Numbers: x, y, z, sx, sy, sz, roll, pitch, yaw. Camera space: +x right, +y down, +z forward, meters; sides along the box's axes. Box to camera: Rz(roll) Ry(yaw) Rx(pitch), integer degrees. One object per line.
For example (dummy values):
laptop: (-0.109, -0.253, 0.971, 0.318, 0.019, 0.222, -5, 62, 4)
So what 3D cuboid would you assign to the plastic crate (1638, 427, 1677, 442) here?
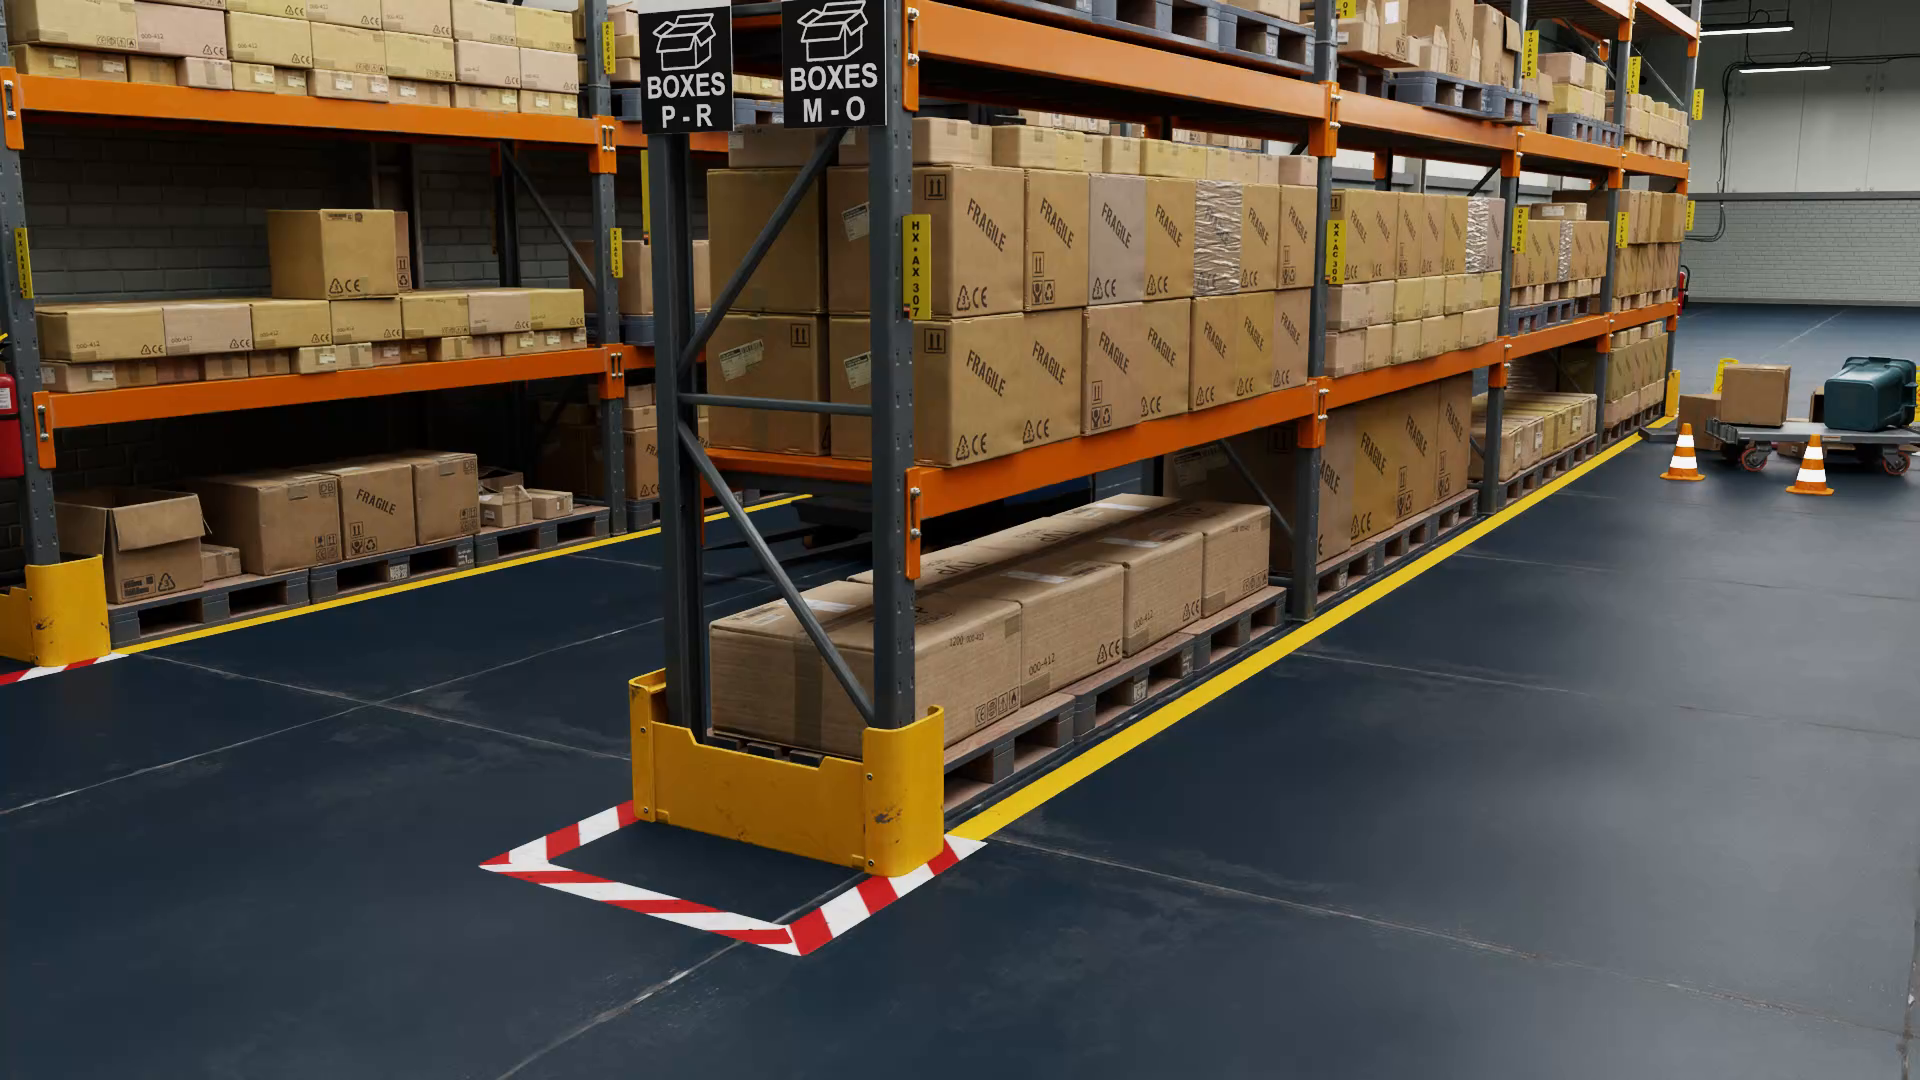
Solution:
plastic crate: (7.139, -1.070, 16.865, 0.402, 0.080, 0.583, 2, 11, 11)

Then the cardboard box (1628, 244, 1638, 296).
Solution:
cardboard box: (6.330, -2.655, 16.320, 0.500, 0.500, 0.500, 6, 12, 30)

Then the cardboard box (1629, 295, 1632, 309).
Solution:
cardboard box: (6.529, -2.401, 16.727, 0.380, 0.149, 0.250, 6, 12, 30)

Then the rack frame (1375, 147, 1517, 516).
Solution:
rack frame: (3.546, -1.707, 12.336, 1.000, 3.000, 0.127, 6, 12, 31)

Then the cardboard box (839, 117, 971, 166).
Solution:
cardboard box: (-0.186, -1.338, 5.611, 0.380, 0.149, 0.250, 7, 13, 32)

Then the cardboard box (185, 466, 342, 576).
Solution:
cardboard box: (-3.976, -0.118, 9.500, 0.700, 0.500, 0.500, 7, 13, 33)

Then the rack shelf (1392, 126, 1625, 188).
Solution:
rack shelf: (4.584, -3.142, 13.806, 1.077, 0.370, 4.000, 6, 12, 31)

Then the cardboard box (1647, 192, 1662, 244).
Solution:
cardboard box: (6.604, -3.226, 16.652, 0.700, 0.500, 0.500, 6, 12, 29)

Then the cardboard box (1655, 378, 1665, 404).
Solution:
cardboard box: (7.497, -1.664, 18.434, 0.500, 0.250, 0.500, 6, 12, 30)

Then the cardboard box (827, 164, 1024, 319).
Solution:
cardboard box: (-0.115, -1.038, 5.772, 0.500, 0.500, 0.500, 6, 12, 29)

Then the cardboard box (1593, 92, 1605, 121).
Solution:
cardboard box: (5.443, -3.838, 14.830, 0.500, 0.250, 0.500, 6, 12, 30)

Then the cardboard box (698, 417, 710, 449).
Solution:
cardboard box: (-2.063, -0.669, 12.440, 0.500, 0.500, 0.500, 6, 12, 30)

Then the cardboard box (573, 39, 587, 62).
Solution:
cardboard box: (-2.719, -3.363, 11.488, 0.380, 0.149, 0.250, 6, 12, 30)

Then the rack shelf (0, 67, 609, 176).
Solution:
rack shelf: (-3.813, -2.358, 9.615, 1.077, 0.370, 4.000, 6, 12, 31)

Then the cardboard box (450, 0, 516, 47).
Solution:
cardboard box: (-3.087, -3.161, 10.192, 0.500, 0.250, 0.500, 6, 12, 30)

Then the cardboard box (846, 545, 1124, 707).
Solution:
cardboard box: (0.118, 0.346, 7.191, 0.875, 0.438, 0.875, 7, 13, 32)

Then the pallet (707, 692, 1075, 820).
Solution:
pallet: (-0.259, 0.789, 6.583, 1.003, 0.211, 1.213, 6, 12, 31)

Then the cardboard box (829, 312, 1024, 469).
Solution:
cardboard box: (-0.113, -0.546, 5.863, 0.500, 0.500, 0.500, 6, 12, 30)

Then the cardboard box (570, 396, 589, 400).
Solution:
cardboard box: (-2.698, -0.976, 12.317, 0.380, 0.149, 0.250, 6, 12, 31)

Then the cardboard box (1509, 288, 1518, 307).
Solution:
cardboard box: (4.049, -1.865, 12.718, 0.380, 0.149, 0.250, 6, 12, 27)

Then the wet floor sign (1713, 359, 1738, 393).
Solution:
wet floor sign: (8.713, -1.736, 18.886, 0.232, 0.644, 0.267, -8, 13, -38)

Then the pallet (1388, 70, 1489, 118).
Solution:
pallet: (2.679, -2.806, 10.568, 1.003, 0.211, 1.213, 7, 13, 33)

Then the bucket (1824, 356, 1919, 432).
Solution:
bucket: (8.006, -1.259, 14.707, 0.620, 0.611, 0.726, -20, 21, -35)

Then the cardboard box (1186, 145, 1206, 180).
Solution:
cardboard box: (0.864, -1.664, 7.352, 0.380, 0.149, 0.250, 6, 12, 29)

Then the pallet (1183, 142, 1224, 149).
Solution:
pallet: (2.434, -4.568, 19.708, 1.003, 0.211, 1.213, 6, 12, 31)

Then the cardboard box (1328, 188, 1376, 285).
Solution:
cardboard box: (1.944, -1.660, 9.097, 0.500, 0.500, 0.500, 7, 12, 31)

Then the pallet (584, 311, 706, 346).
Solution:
pallet: (-2.267, -1.572, 12.138, 1.003, 0.211, 1.213, 6, 12, 31)

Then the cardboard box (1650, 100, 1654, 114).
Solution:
cardboard box: (6.695, -4.307, 16.590, 0.380, 0.149, 0.250, 6, 12, 30)

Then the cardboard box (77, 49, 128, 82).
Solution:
cardboard box: (-4.374, -2.345, 8.275, 0.380, 0.149, 0.250, 7, 12, 32)

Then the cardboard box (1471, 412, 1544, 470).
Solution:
cardboard box: (4.224, -0.827, 13.632, 0.950, 0.372, 0.625, 6, 12, 30)

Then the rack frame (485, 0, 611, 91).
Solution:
rack frame: (-2.775, -4.500, 10.953, 1.000, 3.000, 0.127, 6, 12, 31)

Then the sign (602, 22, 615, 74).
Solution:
sign: (-2.307, -3.229, 10.911, 0.100, 0.325, 0.005, 6, 12, 31)

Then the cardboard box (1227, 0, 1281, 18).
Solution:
cardboard box: (1.274, -2.512, 7.753, 0.380, 0.149, 0.250, 7, 13, 32)

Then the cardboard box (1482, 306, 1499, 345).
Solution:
cardboard box: (3.505, -1.529, 11.792, 0.500, 0.250, 0.500, 6, 12, 29)

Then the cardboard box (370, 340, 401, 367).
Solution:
cardboard box: (-3.541, -1.113, 9.844, 0.380, 0.149, 0.250, 6, 12, 31)

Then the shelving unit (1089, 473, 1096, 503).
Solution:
shelving unit: (0.756, -0.752, 12.123, 0.258, 1.200, 0.503, 8, 13, 37)

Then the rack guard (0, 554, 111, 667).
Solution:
rack guard: (-4.812, 0.294, 8.439, 1.175, 0.500, 0.348, 6, 12, 31)

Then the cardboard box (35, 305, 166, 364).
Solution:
cardboard box: (-4.386, -1.041, 8.375, 0.500, 0.250, 0.500, 6, 12, 31)

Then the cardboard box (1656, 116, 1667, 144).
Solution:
cardboard box: (6.876, -4.165, 16.914, 0.500, 0.250, 0.500, 7, 12, 31)

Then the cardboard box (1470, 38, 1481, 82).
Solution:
cardboard box: (3.130, -3.072, 10.698, 0.396, 0.266, 0.258, 6, 12, 29)

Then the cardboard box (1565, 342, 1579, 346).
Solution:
cardboard box: (5.963, -1.758, 16.903, 0.500, 0.500, 0.500, 7, 12, 32)

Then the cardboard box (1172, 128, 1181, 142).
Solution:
cardboard box: (2.270, -4.579, 18.793, 0.380, 0.149, 0.250, 7, 13, 32)

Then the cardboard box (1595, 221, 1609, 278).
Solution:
cardboard box: (5.579, -2.643, 15.115, 0.500, 0.500, 0.500, 6, 12, 30)

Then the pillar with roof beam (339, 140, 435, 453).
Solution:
pillar with roof beam: (-0.227, -4.066, 8.631, 9.100, 9.000, 0.400, 6, 12, 31)

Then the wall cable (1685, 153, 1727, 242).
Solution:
wall cable: (20.558, -9.893, 48.197, 3.097, 2.526, 0.112, 6, 12, 31)

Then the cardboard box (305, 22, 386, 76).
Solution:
cardboard box: (-3.616, -2.758, 9.396, 0.500, 0.250, 0.500, 6, 12, 30)

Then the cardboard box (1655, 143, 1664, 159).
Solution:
cardboard box: (6.994, -3.987, 17.048, 0.380, 0.149, 0.250, 6, 12, 30)

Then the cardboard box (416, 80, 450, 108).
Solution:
cardboard box: (-3.281, -2.661, 9.961, 0.380, 0.149, 0.250, 7, 13, 33)

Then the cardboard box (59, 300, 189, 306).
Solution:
cardboard box: (-4.571, -1.174, 9.086, 0.500, 0.250, 0.500, 6, 12, 31)

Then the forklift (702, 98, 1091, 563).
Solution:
forklift: (-0.386, -1.350, 10.616, 1.130, 2.935, 3.031, 8, 13, 37)

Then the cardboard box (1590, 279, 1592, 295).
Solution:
cardboard box: (5.440, -2.272, 14.895, 0.380, 0.149, 0.250, 6, 12, 29)
